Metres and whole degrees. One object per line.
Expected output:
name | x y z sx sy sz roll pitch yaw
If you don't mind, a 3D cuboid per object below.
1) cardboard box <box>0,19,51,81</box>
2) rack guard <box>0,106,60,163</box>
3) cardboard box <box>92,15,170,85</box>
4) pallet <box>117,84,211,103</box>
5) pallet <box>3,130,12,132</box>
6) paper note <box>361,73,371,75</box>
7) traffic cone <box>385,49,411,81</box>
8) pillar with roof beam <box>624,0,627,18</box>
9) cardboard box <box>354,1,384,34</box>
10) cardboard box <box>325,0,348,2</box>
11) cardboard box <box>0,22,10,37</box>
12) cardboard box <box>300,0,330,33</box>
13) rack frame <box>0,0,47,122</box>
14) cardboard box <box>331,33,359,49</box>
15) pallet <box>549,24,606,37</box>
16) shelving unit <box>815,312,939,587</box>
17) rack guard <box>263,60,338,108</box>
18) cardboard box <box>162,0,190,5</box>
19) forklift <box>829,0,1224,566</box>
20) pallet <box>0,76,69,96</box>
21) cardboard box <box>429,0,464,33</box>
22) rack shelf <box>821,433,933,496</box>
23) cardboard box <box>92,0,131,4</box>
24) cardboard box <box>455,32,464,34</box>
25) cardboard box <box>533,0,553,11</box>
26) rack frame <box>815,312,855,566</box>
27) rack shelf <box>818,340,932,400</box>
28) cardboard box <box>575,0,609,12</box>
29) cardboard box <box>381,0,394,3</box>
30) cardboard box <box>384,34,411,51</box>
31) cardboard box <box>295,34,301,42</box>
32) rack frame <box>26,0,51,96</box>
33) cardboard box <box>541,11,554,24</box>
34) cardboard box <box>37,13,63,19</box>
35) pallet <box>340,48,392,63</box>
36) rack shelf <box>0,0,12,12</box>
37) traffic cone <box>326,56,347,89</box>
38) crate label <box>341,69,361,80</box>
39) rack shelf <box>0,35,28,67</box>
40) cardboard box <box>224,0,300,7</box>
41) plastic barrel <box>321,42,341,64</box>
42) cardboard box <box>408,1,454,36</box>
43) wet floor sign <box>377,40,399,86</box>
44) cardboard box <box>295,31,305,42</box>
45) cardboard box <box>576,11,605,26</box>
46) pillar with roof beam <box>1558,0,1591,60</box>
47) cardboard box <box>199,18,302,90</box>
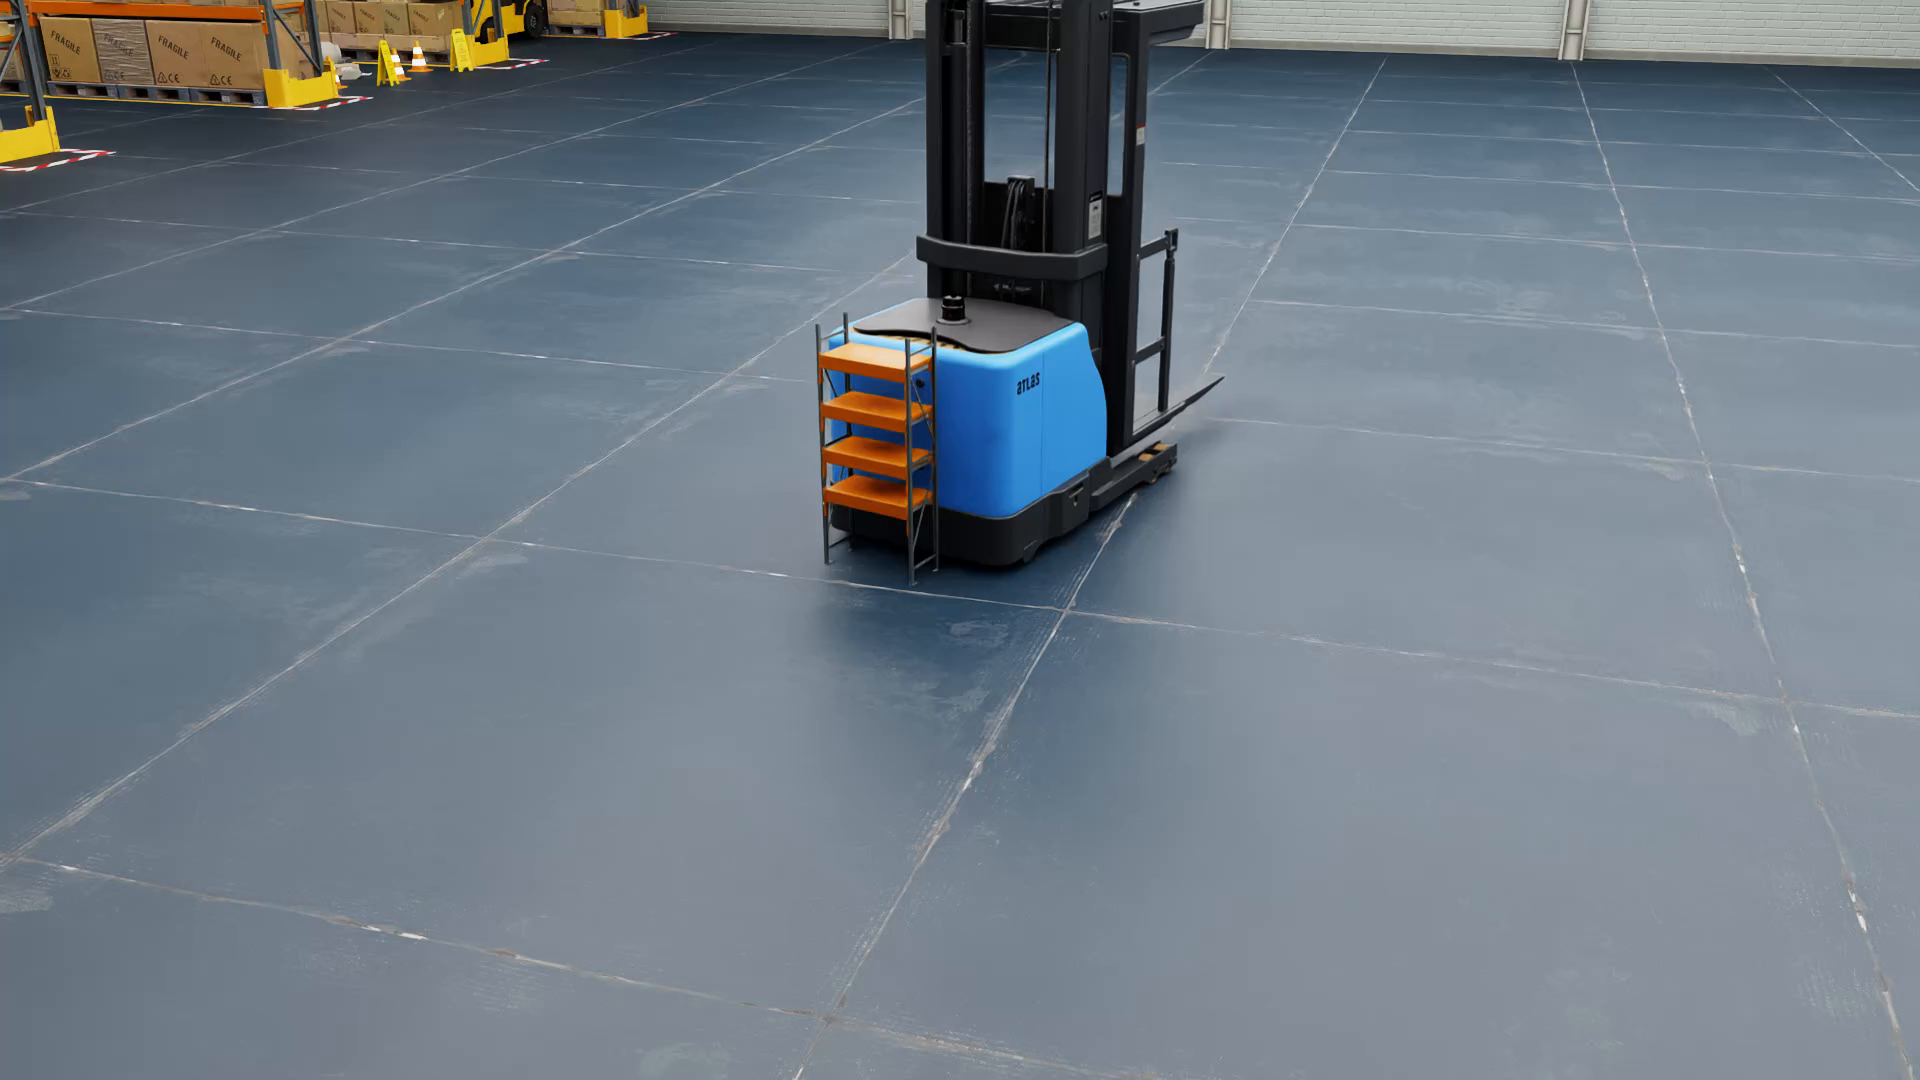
cardboard box | -13.662 -7.155 24.235 0.750 0.750 1.050 6 23 15
rack guard | -10.814 -4.589 18.861 0.348 0.500 1.175 7 23 16
cardboard box | -11.595 -6.986 23.658 0.875 0.875 0.875 7 23 16
pallet | -11.164 -6.432 23.734 1.213 0.211 1.003 7 23 15
pallet | -11.582 -4.557 19.165 1.213 0.211 1.003 7 23 16
paper note | -9.359 -7.344 26.197 0.142 0.019 0.148 -1 22 -3
traffic cone | -8.658 -7.302 25.524 0.334 0.463 0.336 7 23 16
pillar with roof beam | -8.098 -12.757 27.575 0.400 9.000 9.100 7 23 16
cardboard box | -9.703 -8.714 27.705 0.500 0.500 0.500 6 23 14
cardboard box | -10.368 -9.063 27.702 0.250 0.149 0.380 8 24 19
cardboard box | -10.945 -5.739 18.702 0.250 0.149 0.380 7 23 16
cardboard box | -10.705 -8.828 27.984 0.500 0.500 0.500 8 23 18
rack frame | -10.741 -5.737 18.367 0.127 3.000 1.000 7 23 16
cardboard box | -10.198 -8.424 27.987 0.500 0.250 0.500 6 23 15
pallet | -7.193 -9.920 32.239 1.213 0.211 1.003 7 23 16
shelving unit | -0.380 -0.421 7.776 0.503 1.200 0.258 13 26 29
rack guard | -9.189 -6.369 23.201 0.348 0.500 1.175 7 23 16
cardboard box | -10.613 -7.781 23.152 0.550 0.550 0.875 7 23 16
forklift | 0.552 -1.745 8.726 1.130 2.935 3.031 13 26 29
pallet | -13.802 -6.734 24.471 1.213 0.211 1.003 7 23 16
cardboard box | -8.594 -8.798 27.911 0.500 0.500 0.500 6 23 14
rack shelf | -0.380 -0.359 7.802 0.480 0.148 0.258 13 26 29
cardboard box | -11.669 -7.846 23.310 0.550 0.550 0.875 7 23 16
cardboard box | -8.571 -8.449 28.047 0.500 0.250 0.500 6 23 15
cardboard box | -7.982 -10.342 32.005 0.500 0.250 0.500 6 23 14
rack frame | -0.588 -0.469 7.894 0.015 1.200 0.240 13 26 29
rack shelf | -0.382 -0.784 7.625 0.480 0.148 0.258 13 26 29
cardboard box | -7.005 -10.235 31.742 0.500 0.250 0.500 6 23 15
cardboard box | -9.332 -8.944 27.413 0.250 0.149 0.380 7 23 16
cardboard box | -9.224 -8.310 27.710 0.500 0.250 0.500 7 23 16
cardboard box | -11.075 -8.009 27.196 0.500 0.500 0.500 -14 26 -30
rack frame | -13.041 -7.966 23.802 0.127 3.000 1.000 7 23 16
cardboard box | -7.939 -10.116 32.113 0.500 0.250 0.500 7 23 16
cardboard box | -16.175 -9.532 29.864 0.875 0.875 0.875 6 23 15
pallet | -9.883 -8.292 28.270 1.213 0.211 1.003 7 23 16
rack shelf | -14.956 -7.853 24.473 4.000 0.370 1.077 7 23 16
traffic cone | -9.310 -6.928 24.614 0.334 0.463 0.336 7 23 16
crate label | -9.429 -7.215 25.741 0.298 0.136 0.250 -5 23 -12
rack shelf | -12.656 -5.623 19.038 4.000 0.370 1.077 7 23 16
cardboard box | -9.580 -7.622 22.764 0.550 0.550 0.875 7 23 16
plastic barrel | -10.294 -7.822 26.844 0.512 0.421 0.421 -14 26 -30
cardboard box | -8.721 -8.600 27.427 0.500 0.500 0.500 7 23 16
wet floor sign | -8.612 -7.155 24.926 0.232 0.644 0.267 3 22 6
cardboard box | -11.221 -8.535 28.259 0.500 0.250 0.500 5 23 13
cardboard box | -6.990 -10.000 31.830 0.500 0.250 0.500 7 23 16
pillar with roof beam | 9.134 -10.783 22.764 0.400 9.000 9.100 7 23 16
cardboard box | -9.880 -6.790 23.179 0.875 0.875 0.875 7 23 16
